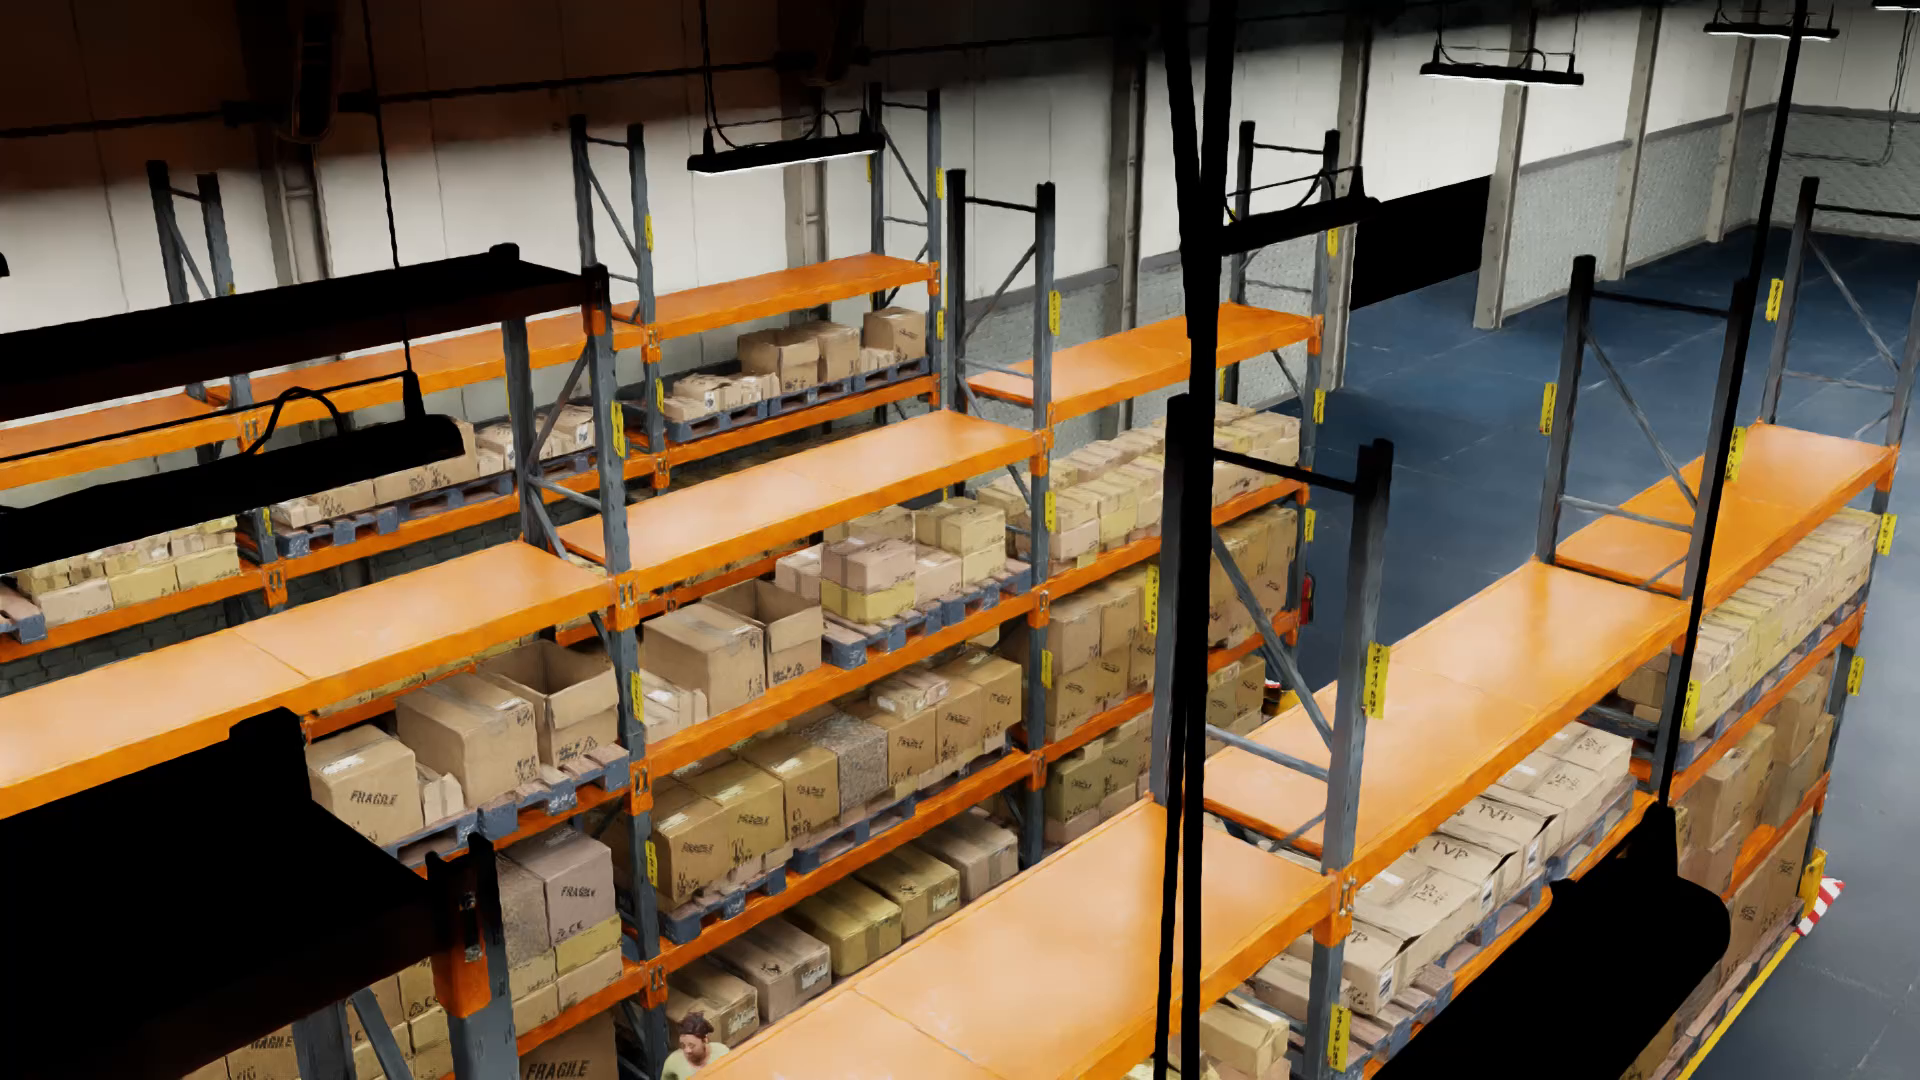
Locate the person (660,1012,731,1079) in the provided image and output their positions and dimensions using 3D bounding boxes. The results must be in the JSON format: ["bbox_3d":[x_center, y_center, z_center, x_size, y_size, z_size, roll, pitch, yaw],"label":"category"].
[{"bbox_3d":[-1.593,3.646,10.274,0.572,1.665,0.575,-9,23,-22],"label":"person"}]
